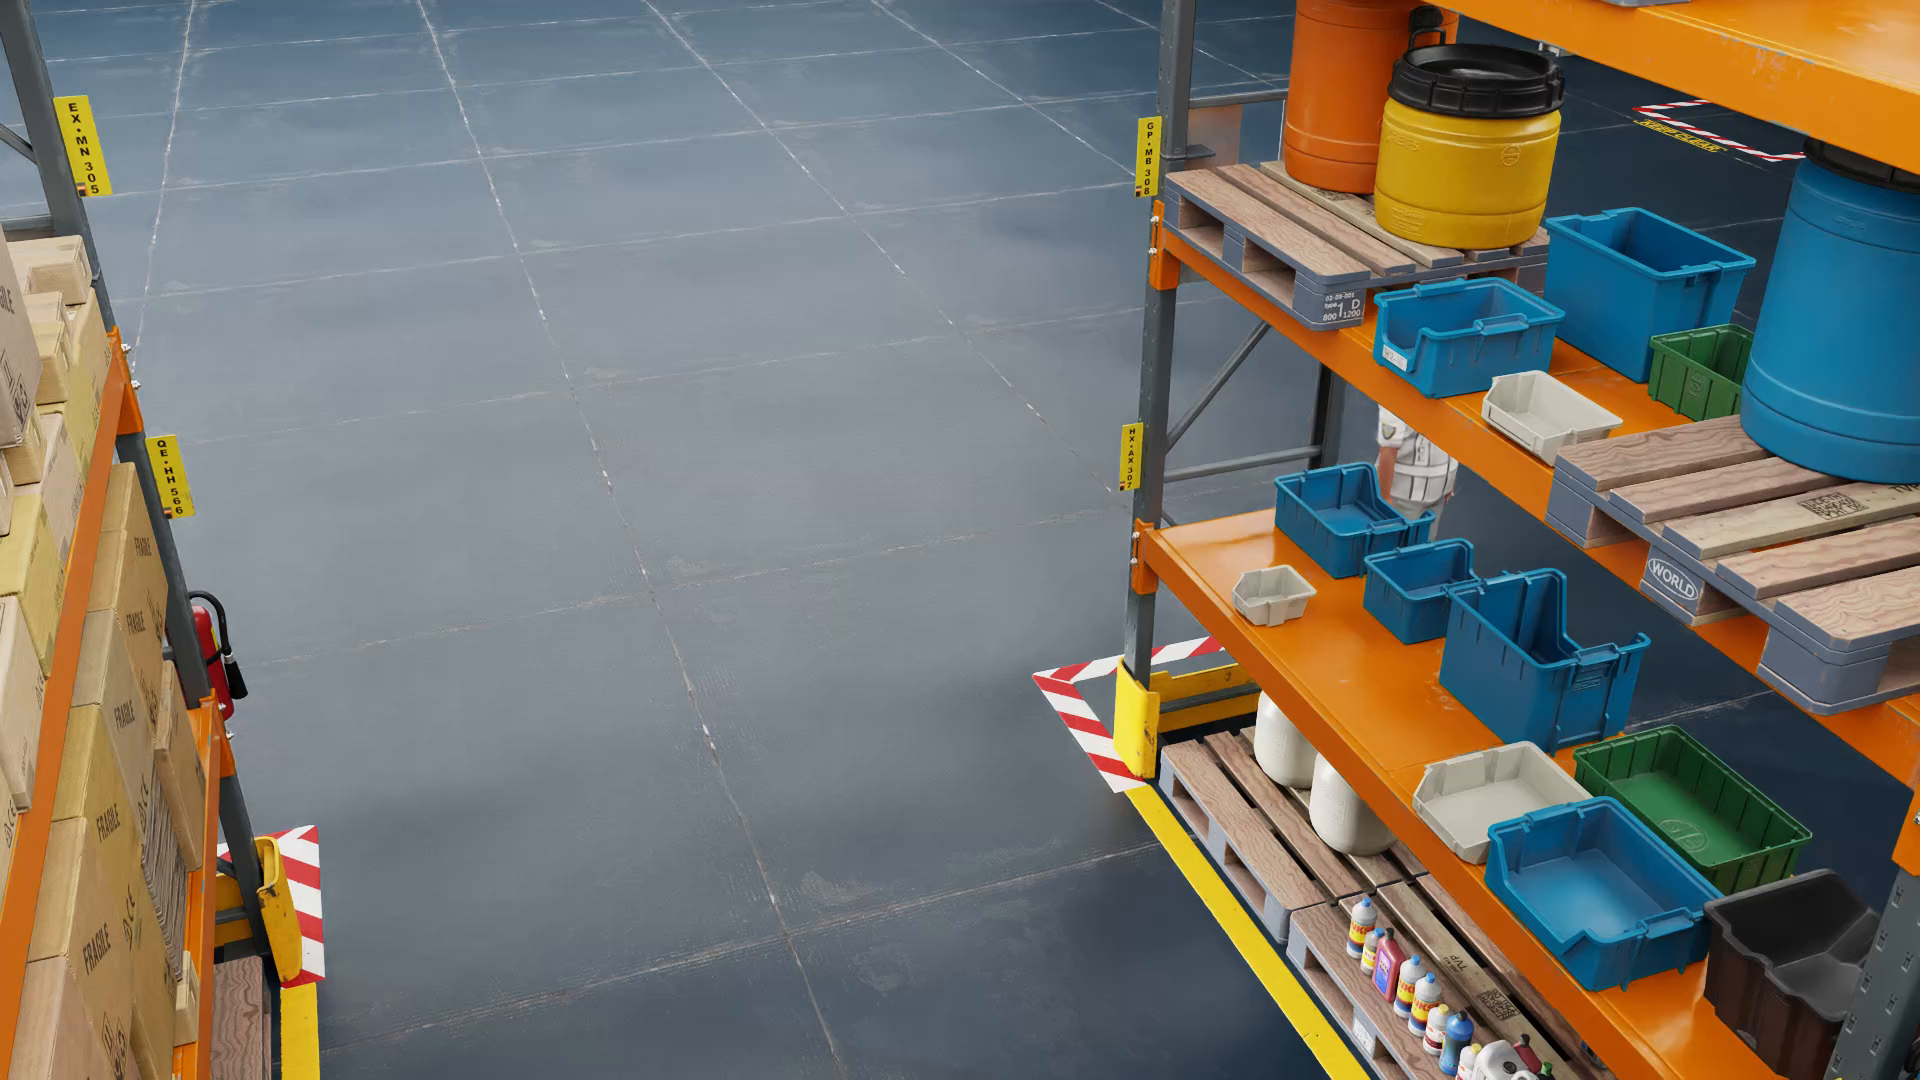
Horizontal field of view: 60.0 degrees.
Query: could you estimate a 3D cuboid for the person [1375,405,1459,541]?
[{"bbox_3d":[2.413,-0.280,8.824,0.534,1.786,0.393,-24,37,-35],"label":"person"}]
